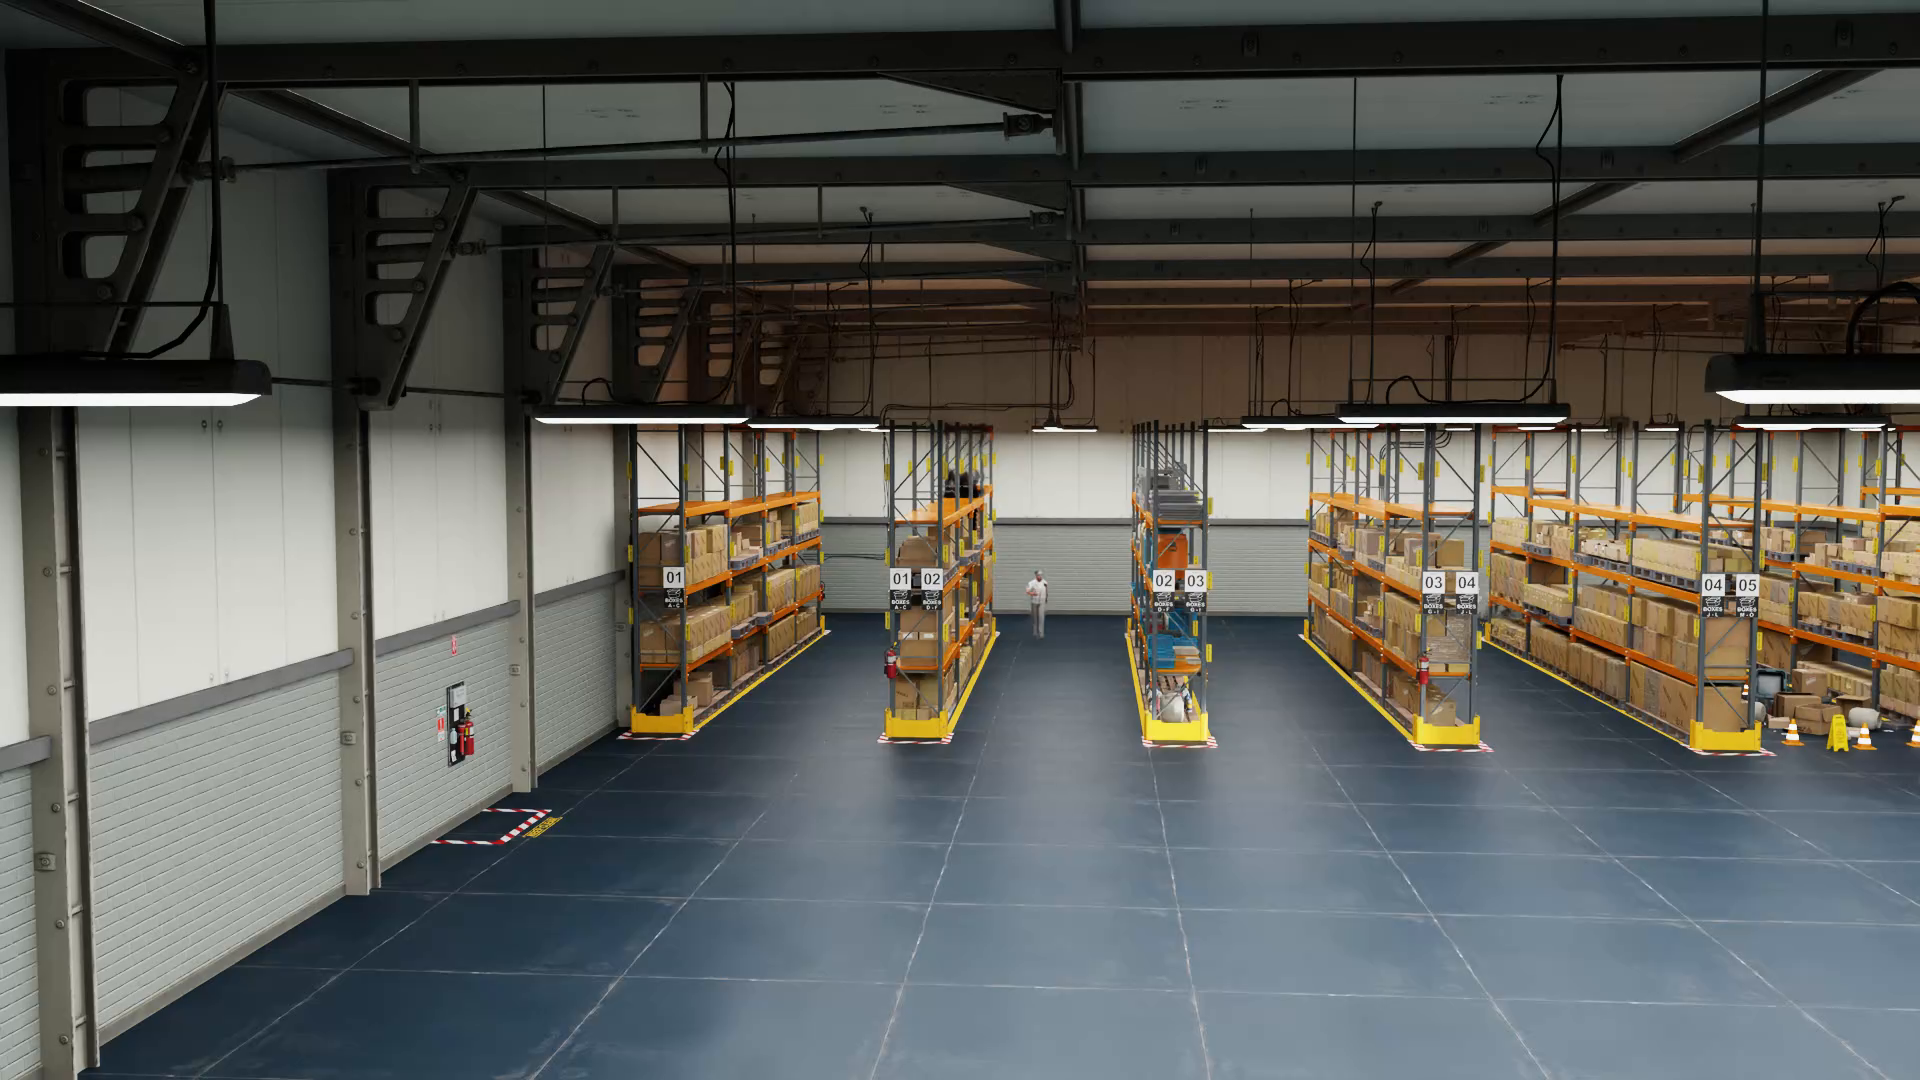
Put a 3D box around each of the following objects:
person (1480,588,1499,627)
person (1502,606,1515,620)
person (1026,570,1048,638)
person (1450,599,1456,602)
[{"bbox_3d":[15.154,1.916,47.416,0.519,1.635,0.597,-2,4,-24],"label":"person"},{"bbox_3d":[15.684,1.839,47.497,0.866,1.766,0.732,3,5,38],"label":"person"},{"bbox_3d":[2.103,1.717,44.973,0.646,1.831,0.827,-1,4,-9],"label":"person"},{"bbox_3d":[13.907,1.937,46.650,0.614,1.754,0.731,2,4,31],"label":"person"}]
